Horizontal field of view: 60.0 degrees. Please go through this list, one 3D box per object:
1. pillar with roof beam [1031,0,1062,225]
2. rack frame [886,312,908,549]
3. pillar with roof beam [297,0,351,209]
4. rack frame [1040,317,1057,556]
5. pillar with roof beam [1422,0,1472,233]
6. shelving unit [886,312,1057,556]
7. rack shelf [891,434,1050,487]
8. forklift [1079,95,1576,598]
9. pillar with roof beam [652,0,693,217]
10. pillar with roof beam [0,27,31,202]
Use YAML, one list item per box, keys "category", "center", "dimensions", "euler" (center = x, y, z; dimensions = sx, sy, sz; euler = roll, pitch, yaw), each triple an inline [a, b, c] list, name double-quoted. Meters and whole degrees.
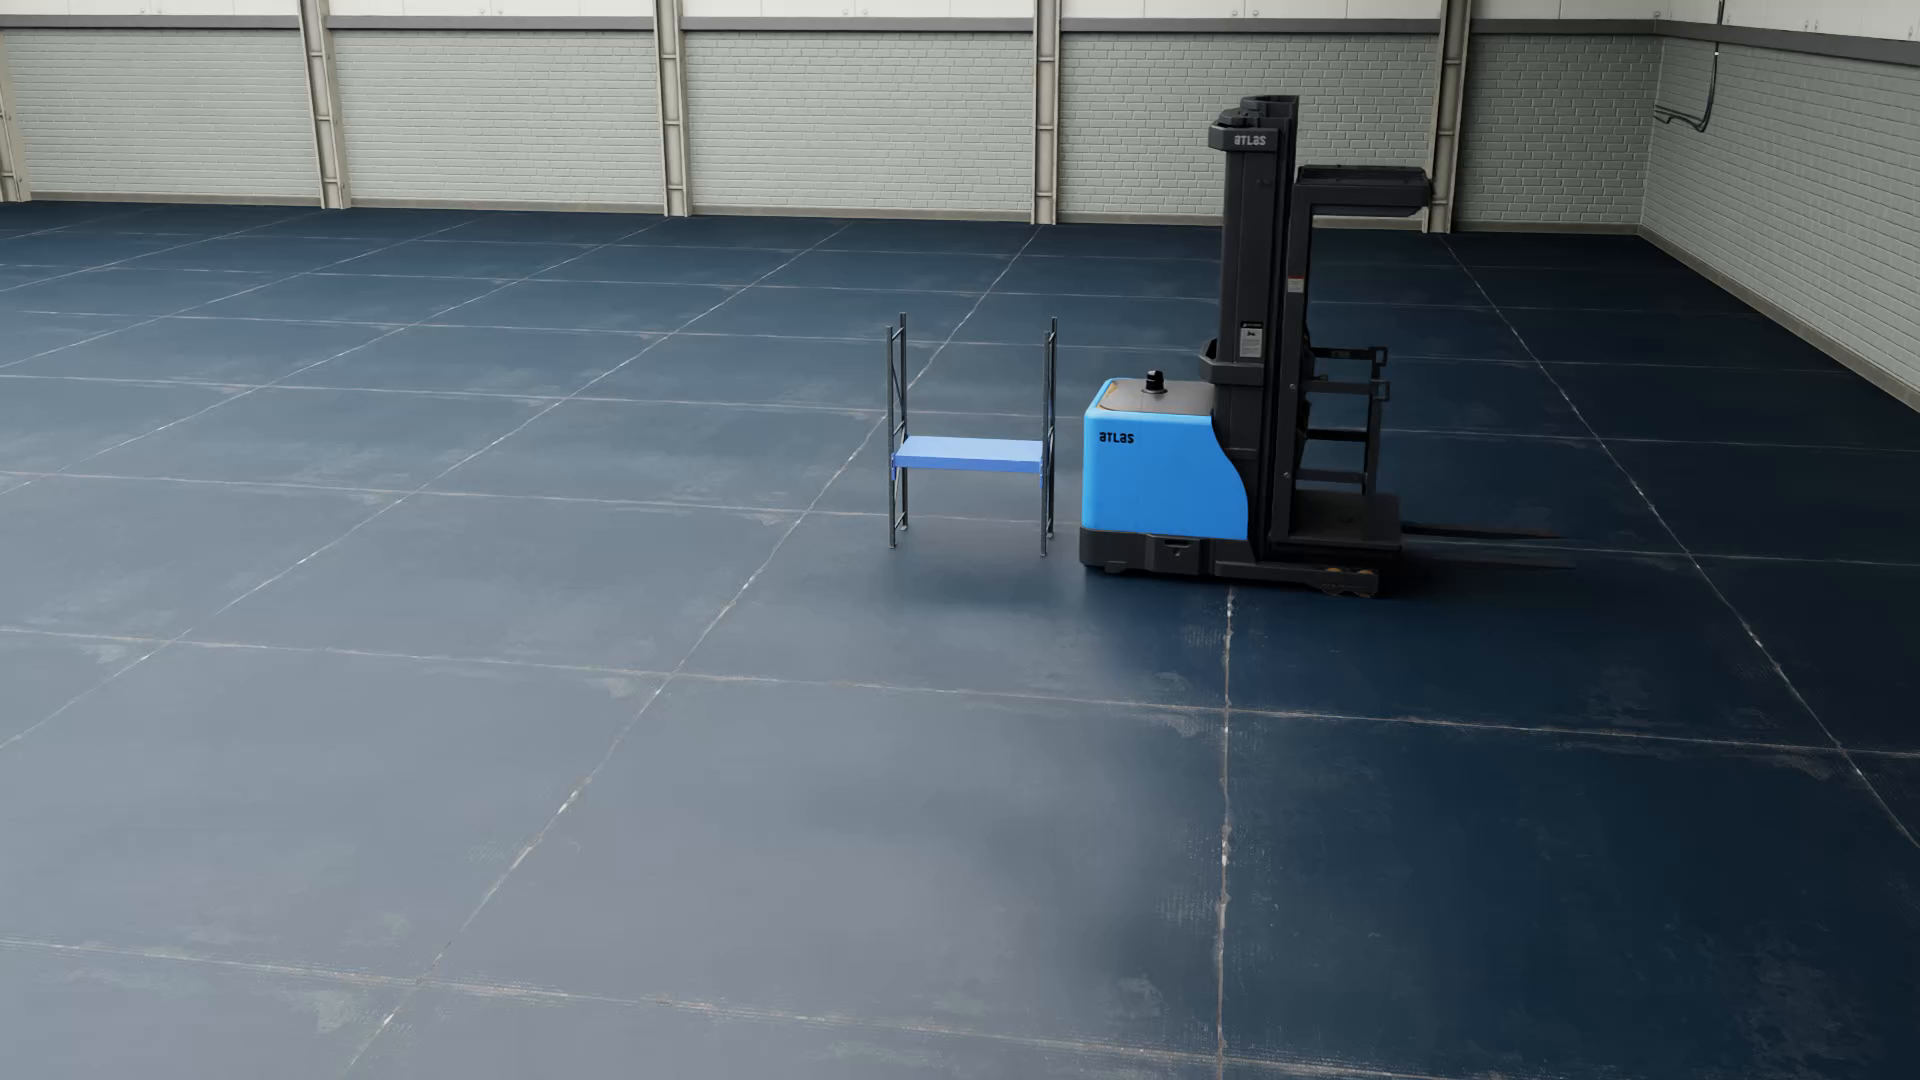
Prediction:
- category: "pillar with roof beam"
  center: [0.649, -7.924, 20.805]
  dimensions: [0.400, 9.000, 9.100]
  euler: [3, 19, 9]
- category: "rack frame"
  center: [-0.418, -0.733, 11.129]
  dimensions: [0.032, 1.500, 0.500]
  euler: [3, 19, 9]
- category: "pillar with roof beam"
  center: [-11.199, -8.528, 22.610]
  dimensions: [0.400, 9.000, 9.100]
  euler: [3, 19, 9]
- category: "rack frame"
  center: [0.586, -0.681, 10.976]
  dimensions: [0.032, 1.500, 0.500]
  euler: [3, 19, 9]
- category: "pillar with roof beam"
  center: [6.573, -7.623, 19.902]
  dimensions: [0.400, 9.000, 9.100]
  euler: [3, 19, 9]
- category: "shelving unit"
  center: [0.084, -0.707, 11.052]
  dimensions: [1.048, 1.500, 0.538]
  euler: [3, 19, 9]
- category: "rack shelf"
  center: [0.084, -0.536, 11.109]
  dimensions: [1.000, 0.185, 0.538]
  euler: [3, 19, 9]
- category: "forklift"
  center: [2.337, -1.220, 10.331]
  dimensions: [3.031, 2.935, 1.130]
  euler: [4, 19, 12]
- category: "pillar with roof beam"
  center: [-5.275, -8.226, 21.707]
  dimensions: [0.400, 9.000, 9.100]
  euler: [3, 19, 9]
- category: "pillar with roof beam"
  center: [-17.123, -8.830, 23.512]
  dimensions: [0.400, 9.000, 9.100]
  euler: [3, 19, 9]
